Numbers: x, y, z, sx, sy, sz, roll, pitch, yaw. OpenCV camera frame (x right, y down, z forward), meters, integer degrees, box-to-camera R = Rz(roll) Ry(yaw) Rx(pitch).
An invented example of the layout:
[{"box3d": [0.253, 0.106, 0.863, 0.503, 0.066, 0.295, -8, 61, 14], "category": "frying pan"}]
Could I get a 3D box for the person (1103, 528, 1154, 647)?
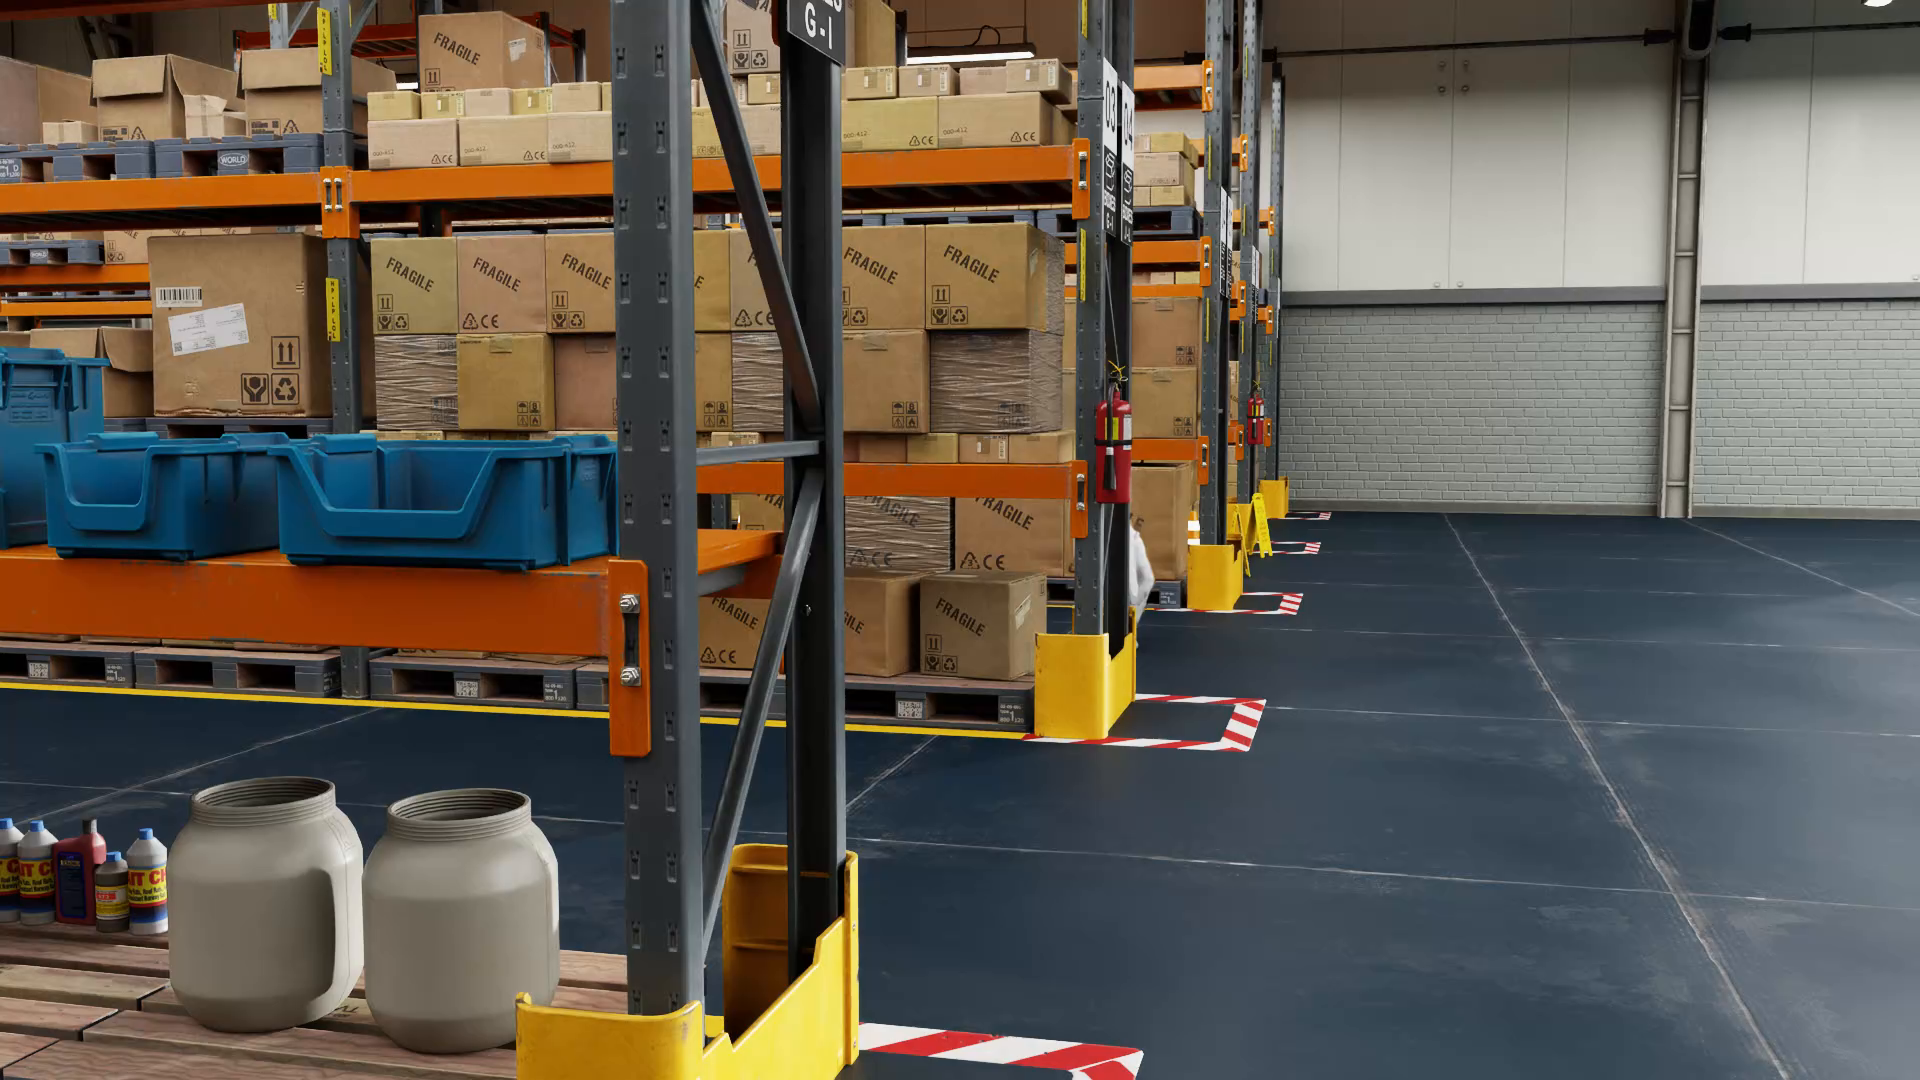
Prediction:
[{"box3d": [0.998, 0.223, 10.847, 0.499, 0.964, 0.822, 1, 5, 14], "category": "person"}]
